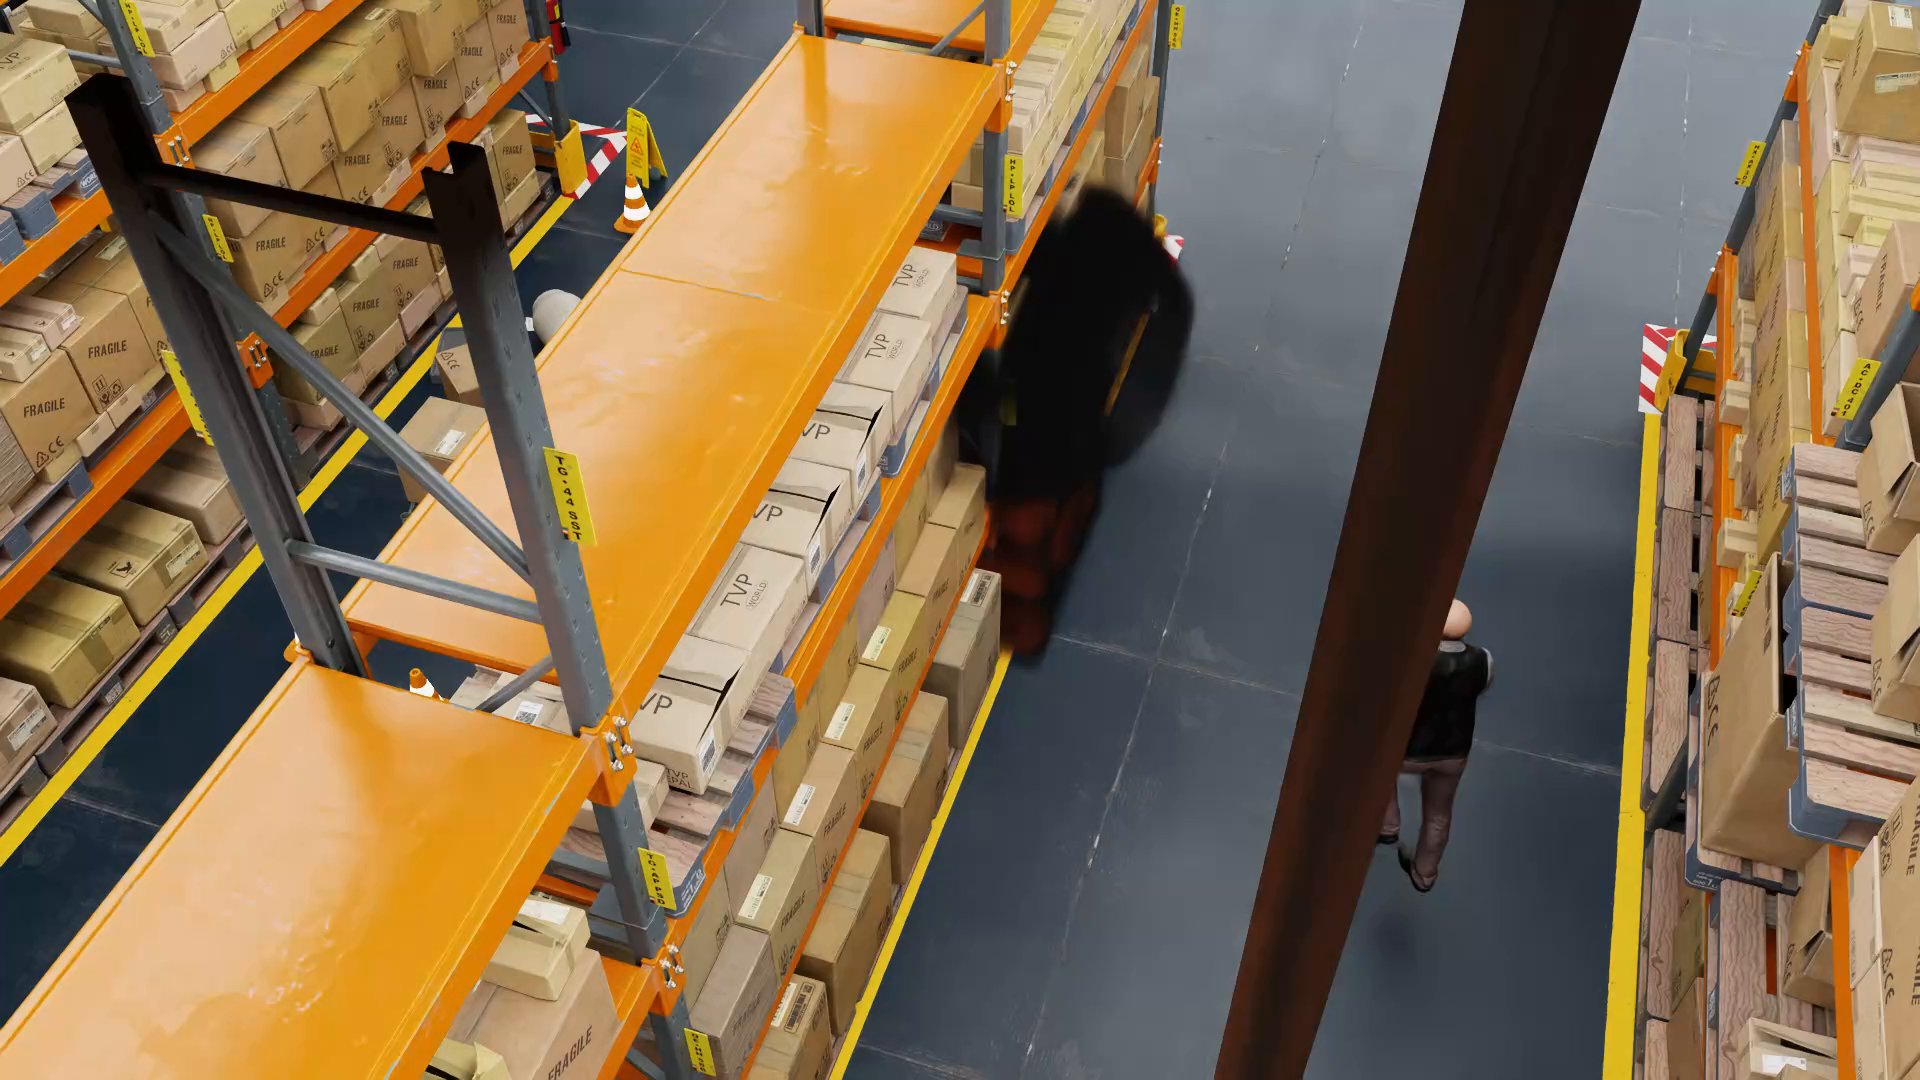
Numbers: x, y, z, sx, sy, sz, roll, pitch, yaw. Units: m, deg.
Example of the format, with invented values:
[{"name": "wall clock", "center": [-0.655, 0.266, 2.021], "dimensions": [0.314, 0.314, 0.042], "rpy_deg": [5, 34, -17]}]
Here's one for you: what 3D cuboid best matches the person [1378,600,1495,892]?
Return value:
[{"name": "person", "center": [2.390, 1.030, 8.613], "dimensions": [0.662, 1.683, 0.911], "rpy_deg": [-4, 46, -4]}]
